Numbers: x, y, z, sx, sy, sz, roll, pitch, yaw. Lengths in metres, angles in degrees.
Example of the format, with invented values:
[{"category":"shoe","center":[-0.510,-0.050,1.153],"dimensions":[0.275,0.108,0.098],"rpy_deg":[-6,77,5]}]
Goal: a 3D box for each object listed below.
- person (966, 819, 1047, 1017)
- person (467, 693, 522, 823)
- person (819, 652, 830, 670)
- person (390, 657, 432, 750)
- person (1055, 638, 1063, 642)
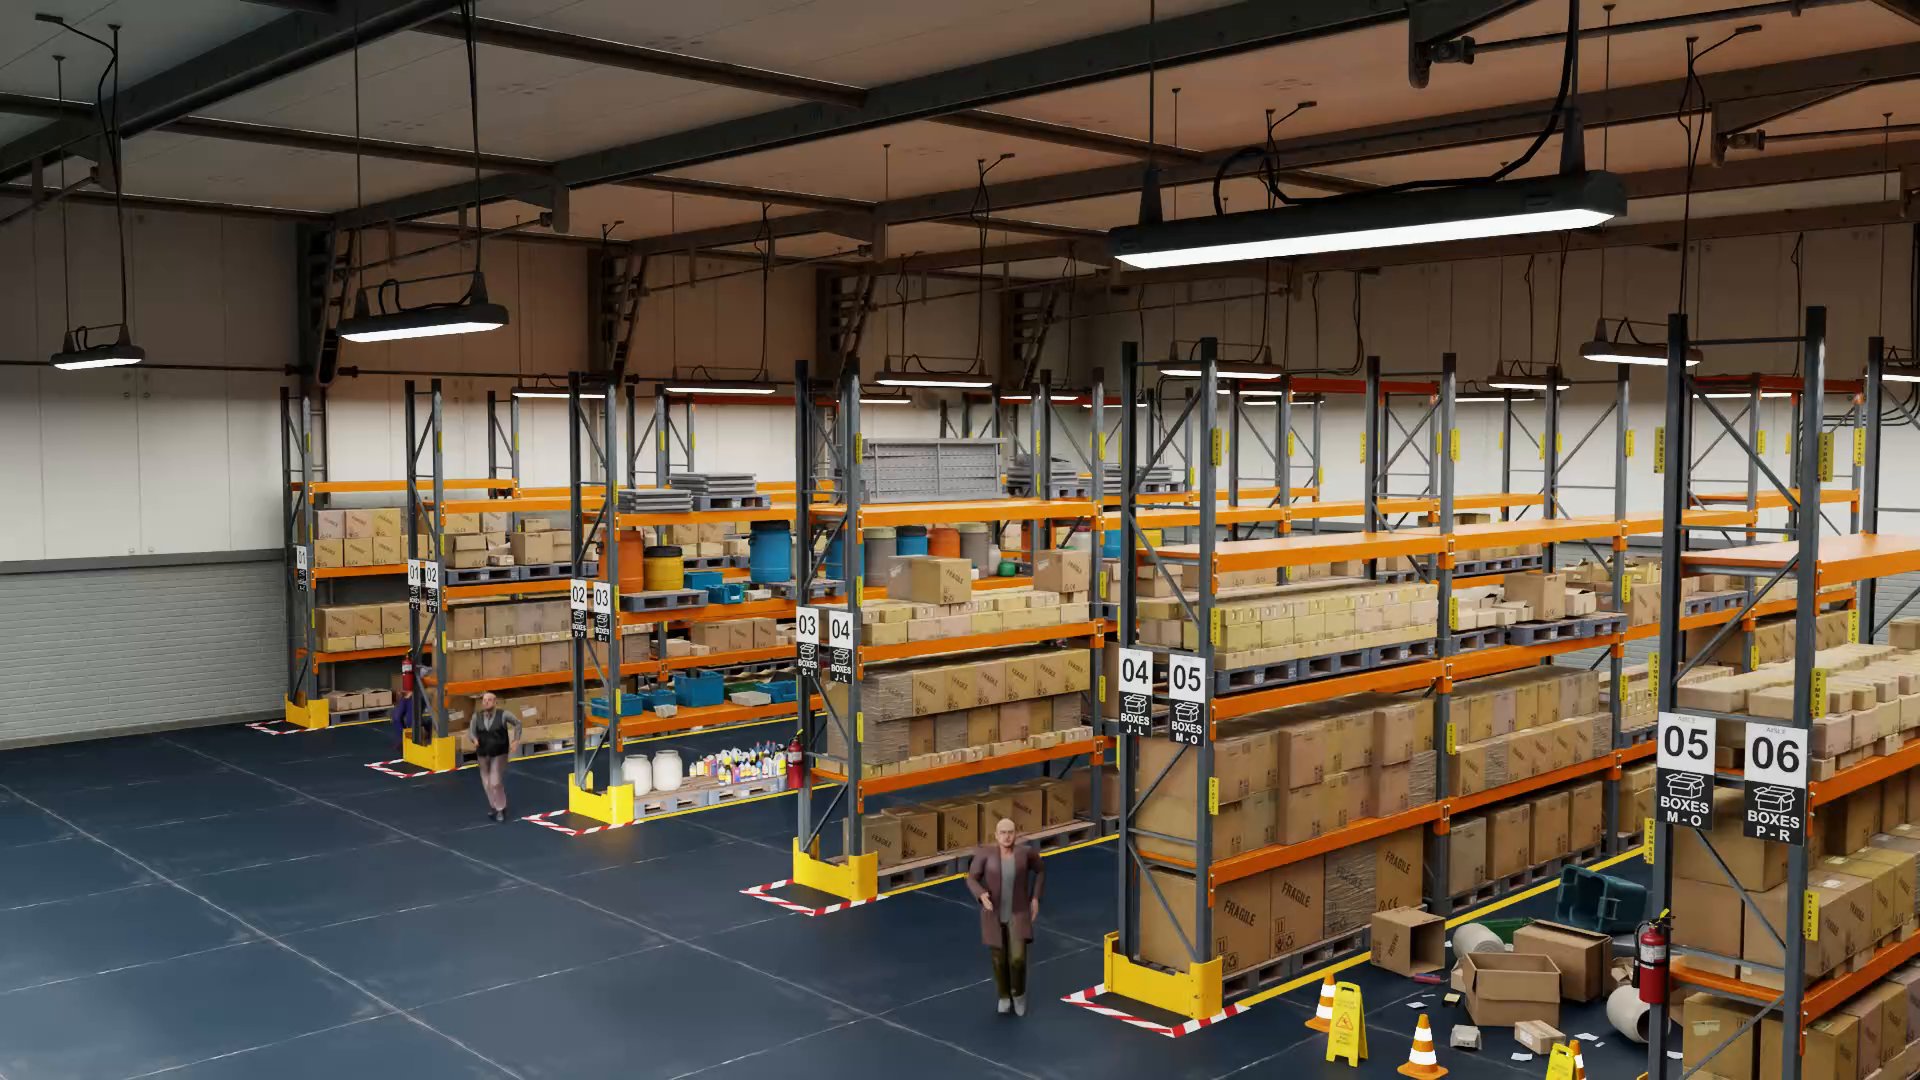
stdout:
[{"category":"person","center":[0.407,3.349,14.702],"dimensions":[0.715,1.768,0.710],"rpy_deg":[0,4,3]},{"category":"person","center":[-6.222,2.915,22.137],"dimensions":[0.669,1.779,0.722],"rpy_deg":[0,4,4]},{"category":"person","center":[-2.685,2.201,33.304],"dimensions":[0.555,1.701,0.880],"rpy_deg":[3,5,44]},{"category":"person","center":[-8.967,2.639,27.356],"dimensions":[0.645,1.625,0.700],"rpy_deg":[3,5,39]},{"category":"person","center":[2.104,2.255,33.074],"dimensions":[0.601,1.616,0.569],"rpy_deg":[3,5,42]}]
